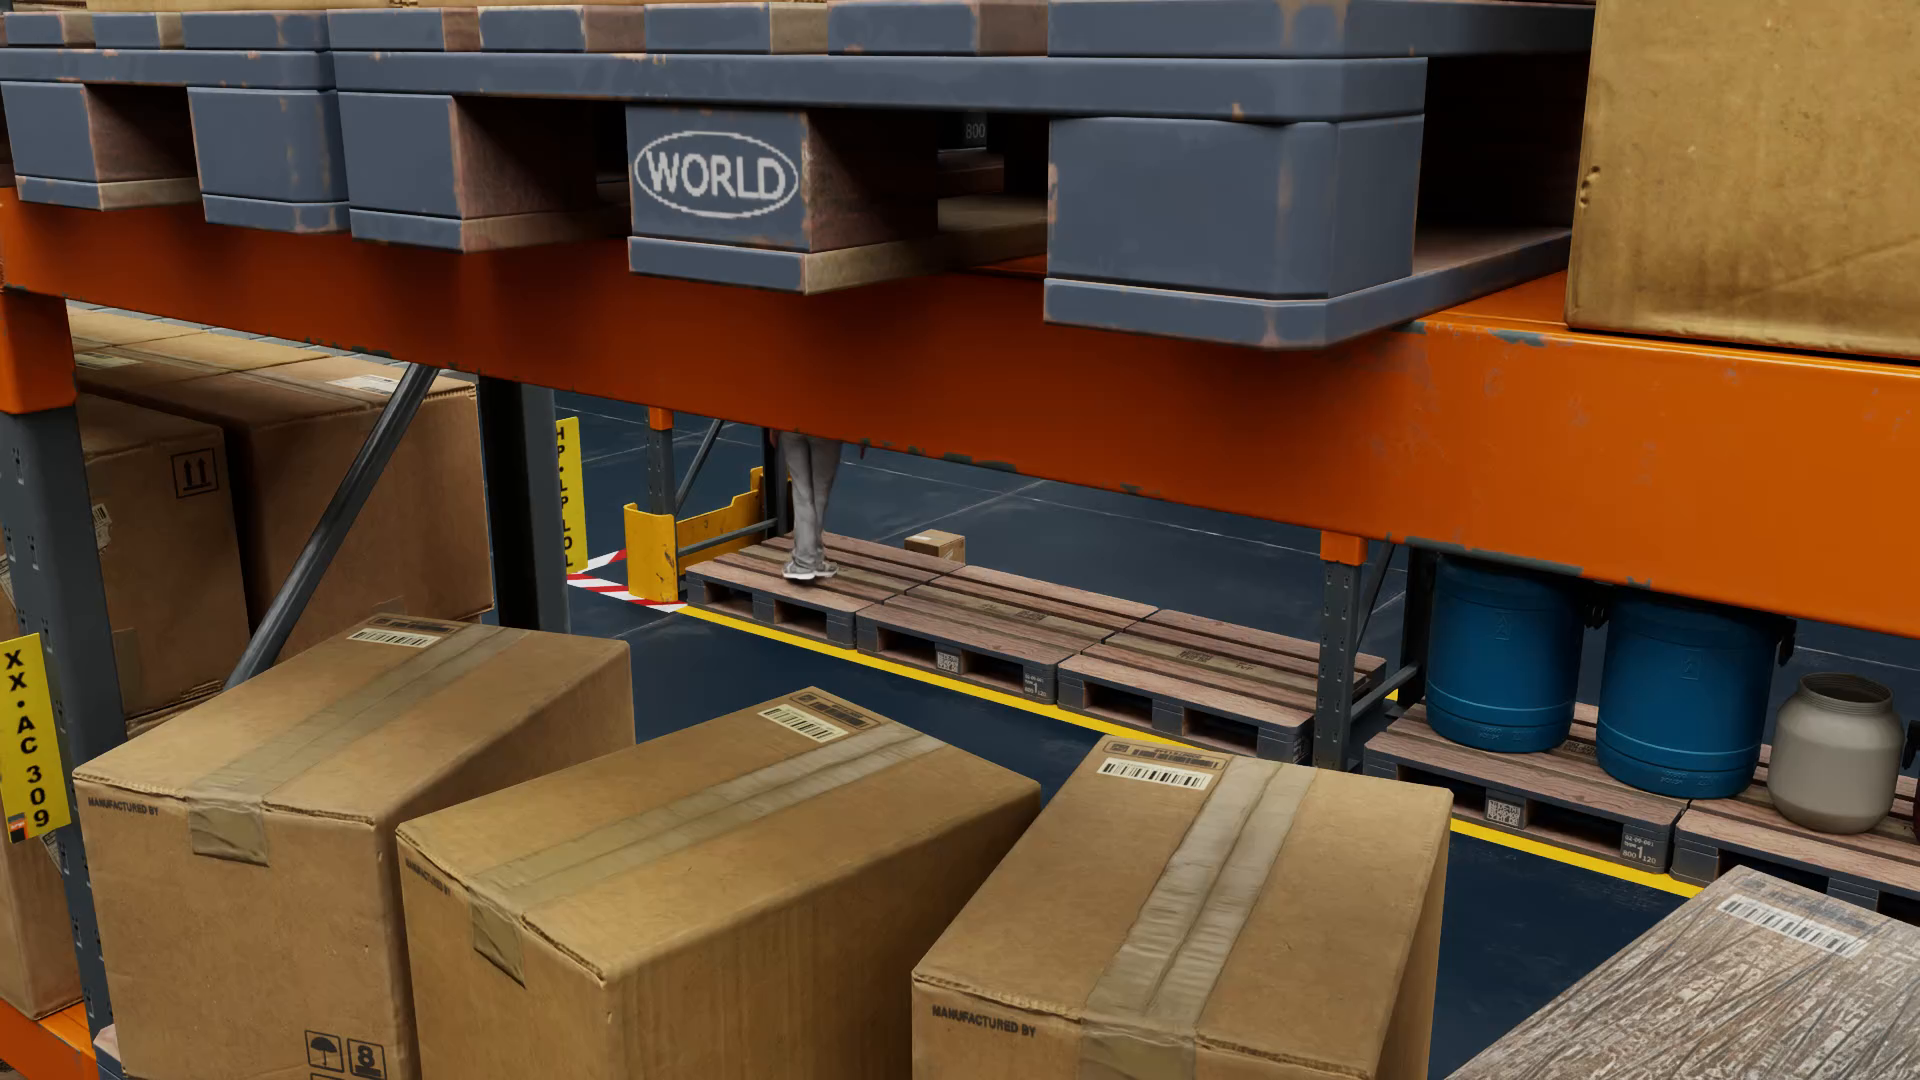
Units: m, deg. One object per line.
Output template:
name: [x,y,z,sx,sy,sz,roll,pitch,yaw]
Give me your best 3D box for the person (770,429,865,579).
person: [-0.751,-0.545,8.653,0.541,1.604,0.364,5,18,16]
